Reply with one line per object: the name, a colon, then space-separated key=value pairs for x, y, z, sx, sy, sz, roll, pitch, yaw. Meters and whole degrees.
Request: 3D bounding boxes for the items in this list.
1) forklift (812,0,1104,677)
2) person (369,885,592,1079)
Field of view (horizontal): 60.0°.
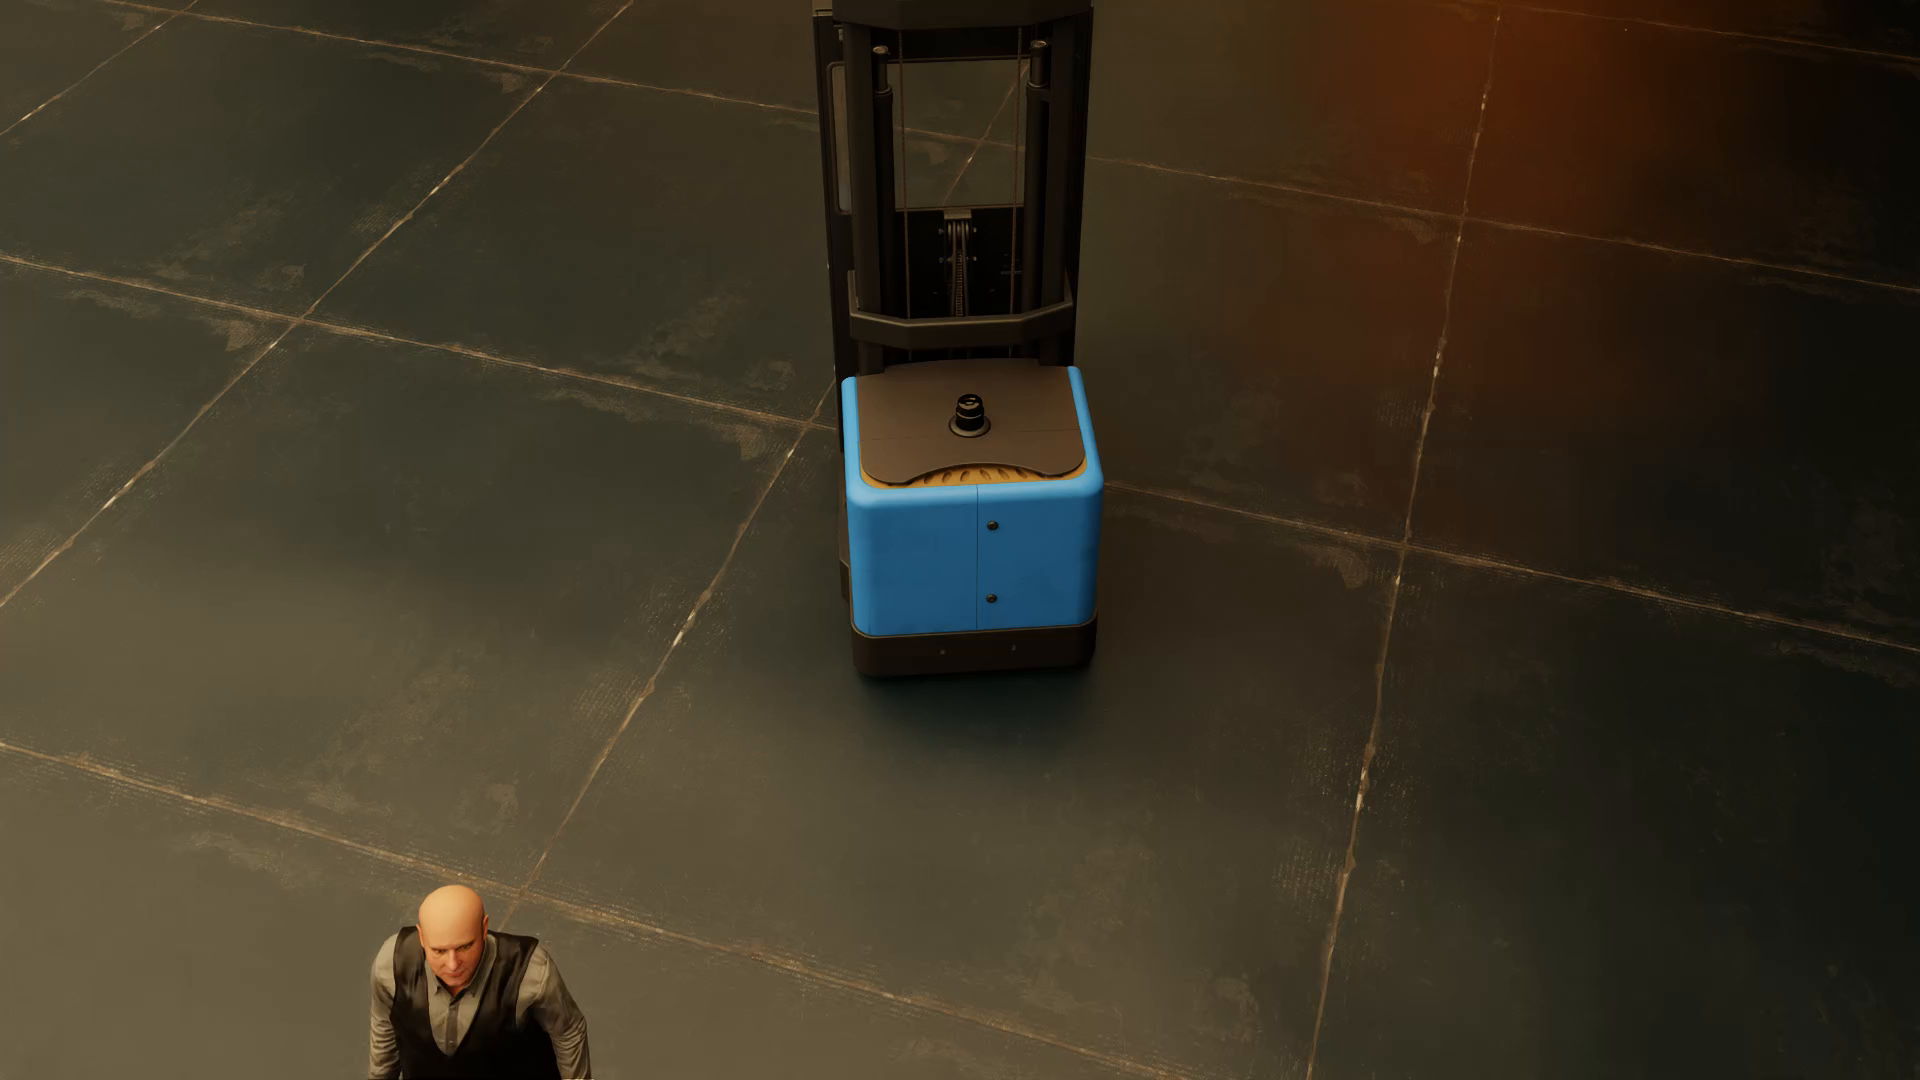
forklift: x=-0.048 y=-1.486 z=7.287 sx=1.130 sy=2.935 sz=3.031 roll=-3 pitch=43 yaw=-3
person: x=-1.375 y=1.652 z=4.791 sx=0.631 sy=1.720 sz=0.568 roll=0 pitch=43 yaw=0
